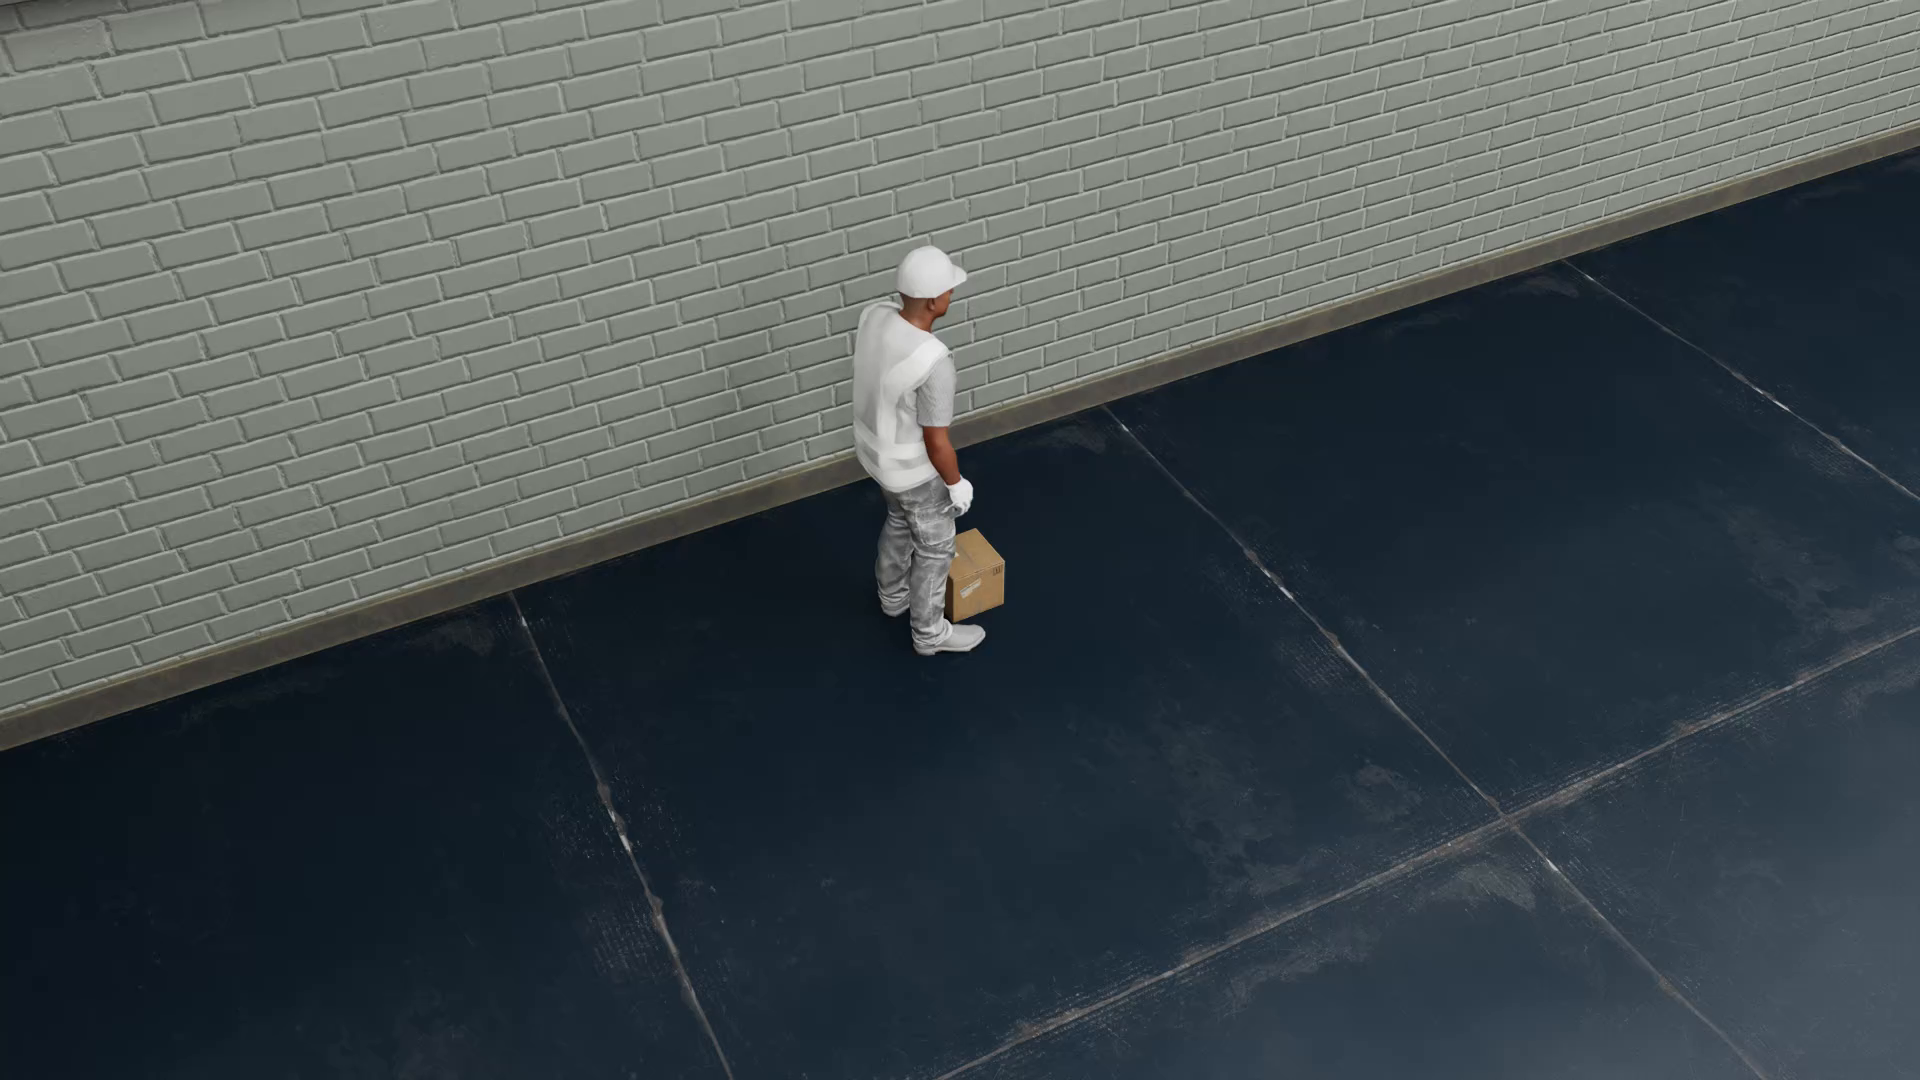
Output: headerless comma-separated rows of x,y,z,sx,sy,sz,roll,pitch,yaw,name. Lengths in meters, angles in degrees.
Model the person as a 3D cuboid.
-0.171,-0.341,6.543,0.448,1.775,0.633,-20,45,-22,person
